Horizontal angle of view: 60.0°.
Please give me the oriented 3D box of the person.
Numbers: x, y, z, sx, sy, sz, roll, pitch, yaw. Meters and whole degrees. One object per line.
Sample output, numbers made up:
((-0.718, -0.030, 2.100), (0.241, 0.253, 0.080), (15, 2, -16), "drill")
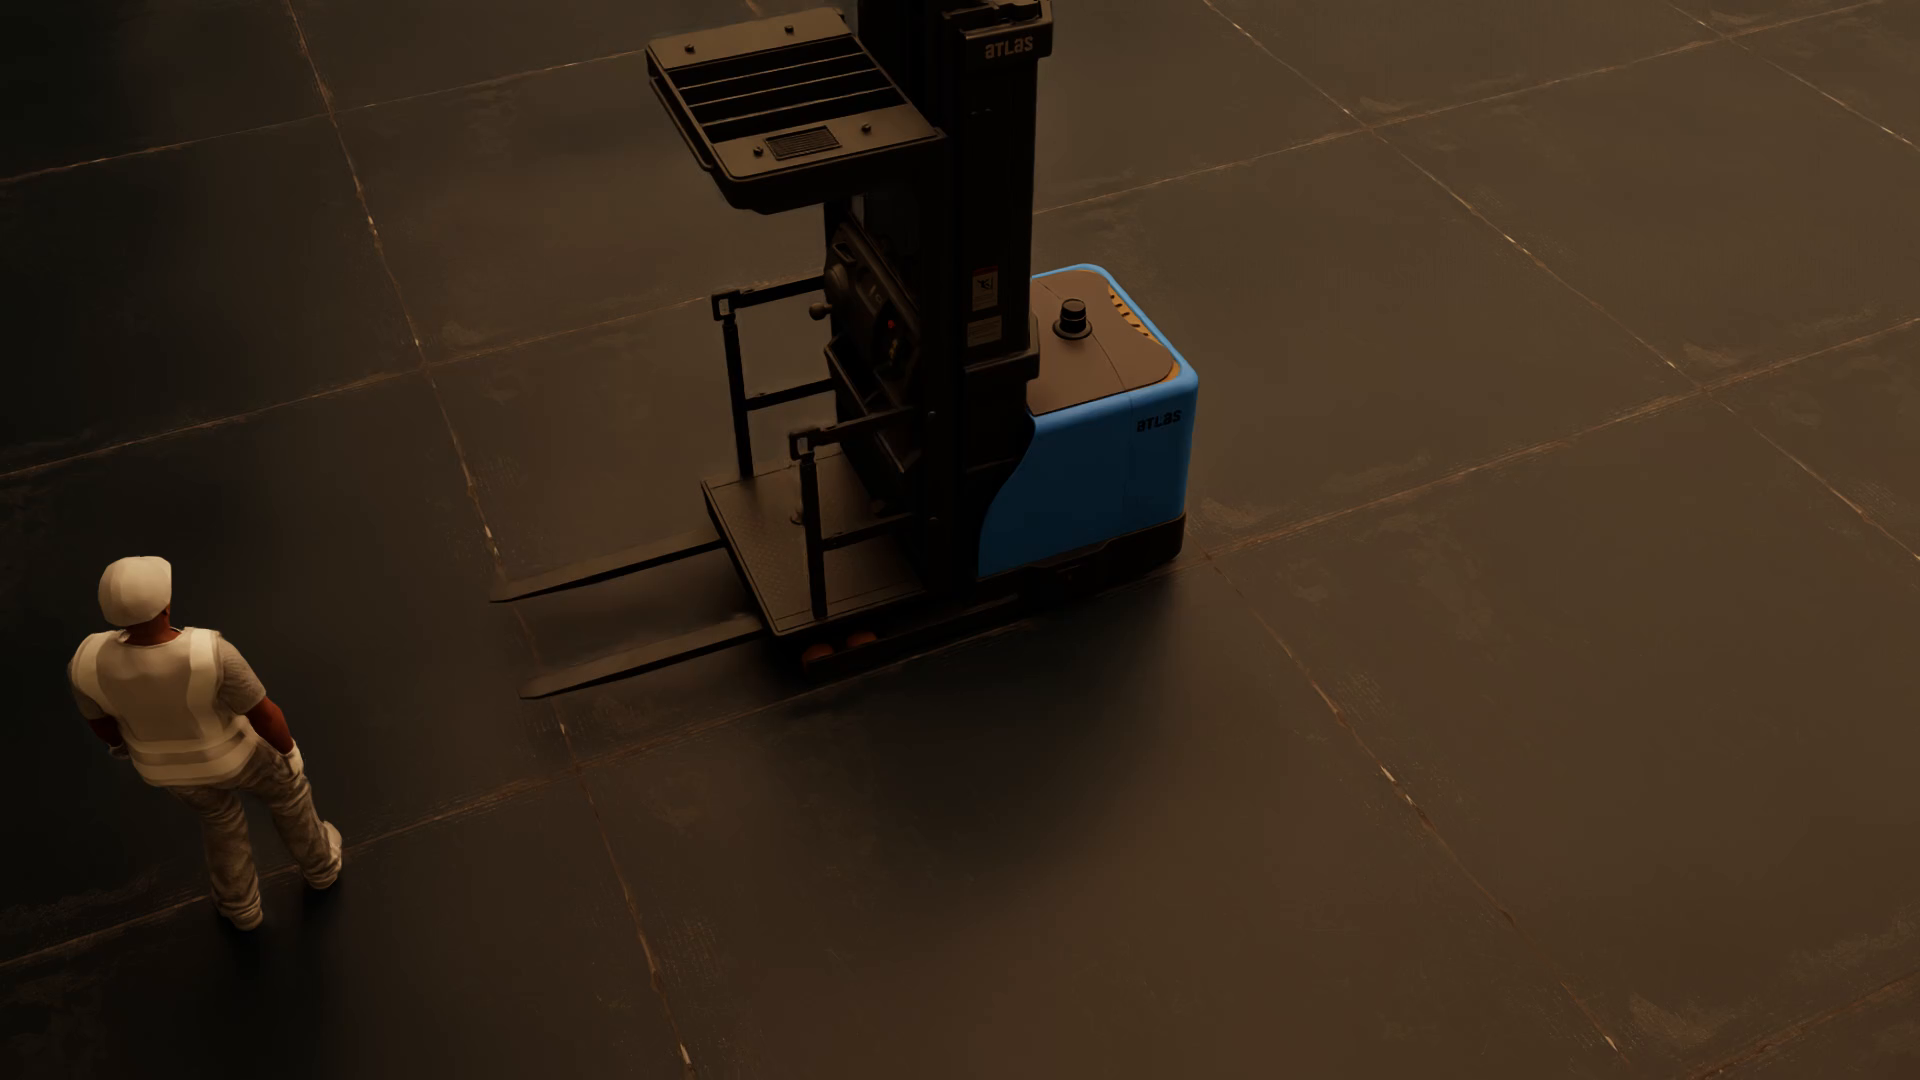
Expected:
((-2.647, 0.681, 5.835), (0.670, 1.779, 0.483), (-3, 43, -4), "person")

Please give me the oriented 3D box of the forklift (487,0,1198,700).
((-0.540, -0.876, 6.619), (3.031, 2.935, 1.130), (-16, 45, -17), "forklift")
